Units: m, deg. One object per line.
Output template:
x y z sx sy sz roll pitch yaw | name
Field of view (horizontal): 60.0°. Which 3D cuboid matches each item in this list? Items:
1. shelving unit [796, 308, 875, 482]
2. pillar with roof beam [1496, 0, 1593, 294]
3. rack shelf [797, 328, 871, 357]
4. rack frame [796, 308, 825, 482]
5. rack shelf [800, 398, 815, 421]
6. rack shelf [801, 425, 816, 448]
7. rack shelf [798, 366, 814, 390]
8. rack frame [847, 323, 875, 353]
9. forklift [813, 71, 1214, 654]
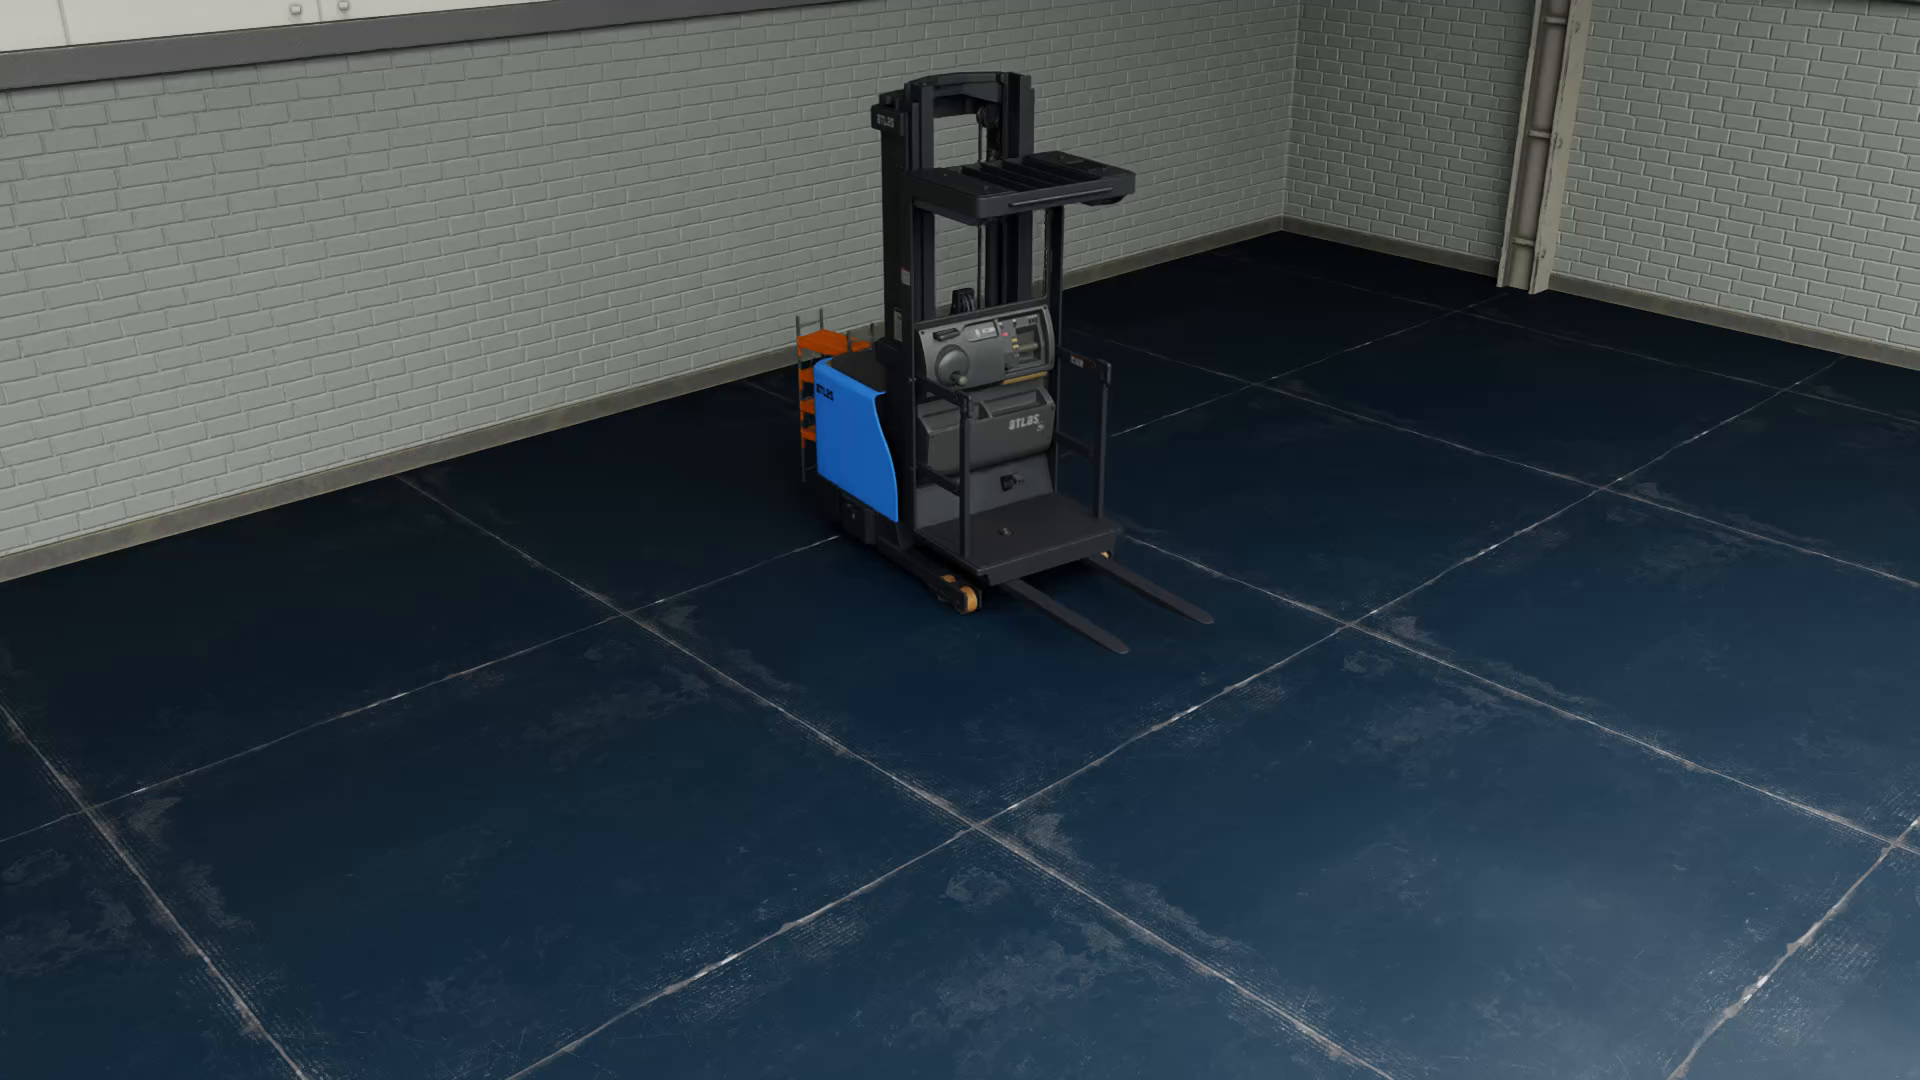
-0.835 -0.923 11.328 0.503 1.200 0.258 20 31 37 | shelving unit
2.313 -5.325 11.580 9.100 9.000 0.400 -21 32 -38 | pillar with roof beam
-0.835 -1.281 11.165 0.480 0.148 0.258 20 31 37 | rack shelf
-1.017 -0.991 11.476 0.015 1.200 0.240 20 31 37 | rack frame
-0.835 -0.862 11.356 0.480 0.148 0.258 20 31 37 | rack shelf
-0.835 -0.681 11.438 0.480 0.148 0.258 20 31 37 | rack shelf
-0.835 -1.065 11.263 0.480 0.148 0.258 20 31 37 | rack shelf
-0.653 -0.856 11.180 0.015 1.200 0.240 20 31 37 | rack frame
0.285 -1.121 9.676 1.130 2.935 3.031 -16 29 -31 | forklift
